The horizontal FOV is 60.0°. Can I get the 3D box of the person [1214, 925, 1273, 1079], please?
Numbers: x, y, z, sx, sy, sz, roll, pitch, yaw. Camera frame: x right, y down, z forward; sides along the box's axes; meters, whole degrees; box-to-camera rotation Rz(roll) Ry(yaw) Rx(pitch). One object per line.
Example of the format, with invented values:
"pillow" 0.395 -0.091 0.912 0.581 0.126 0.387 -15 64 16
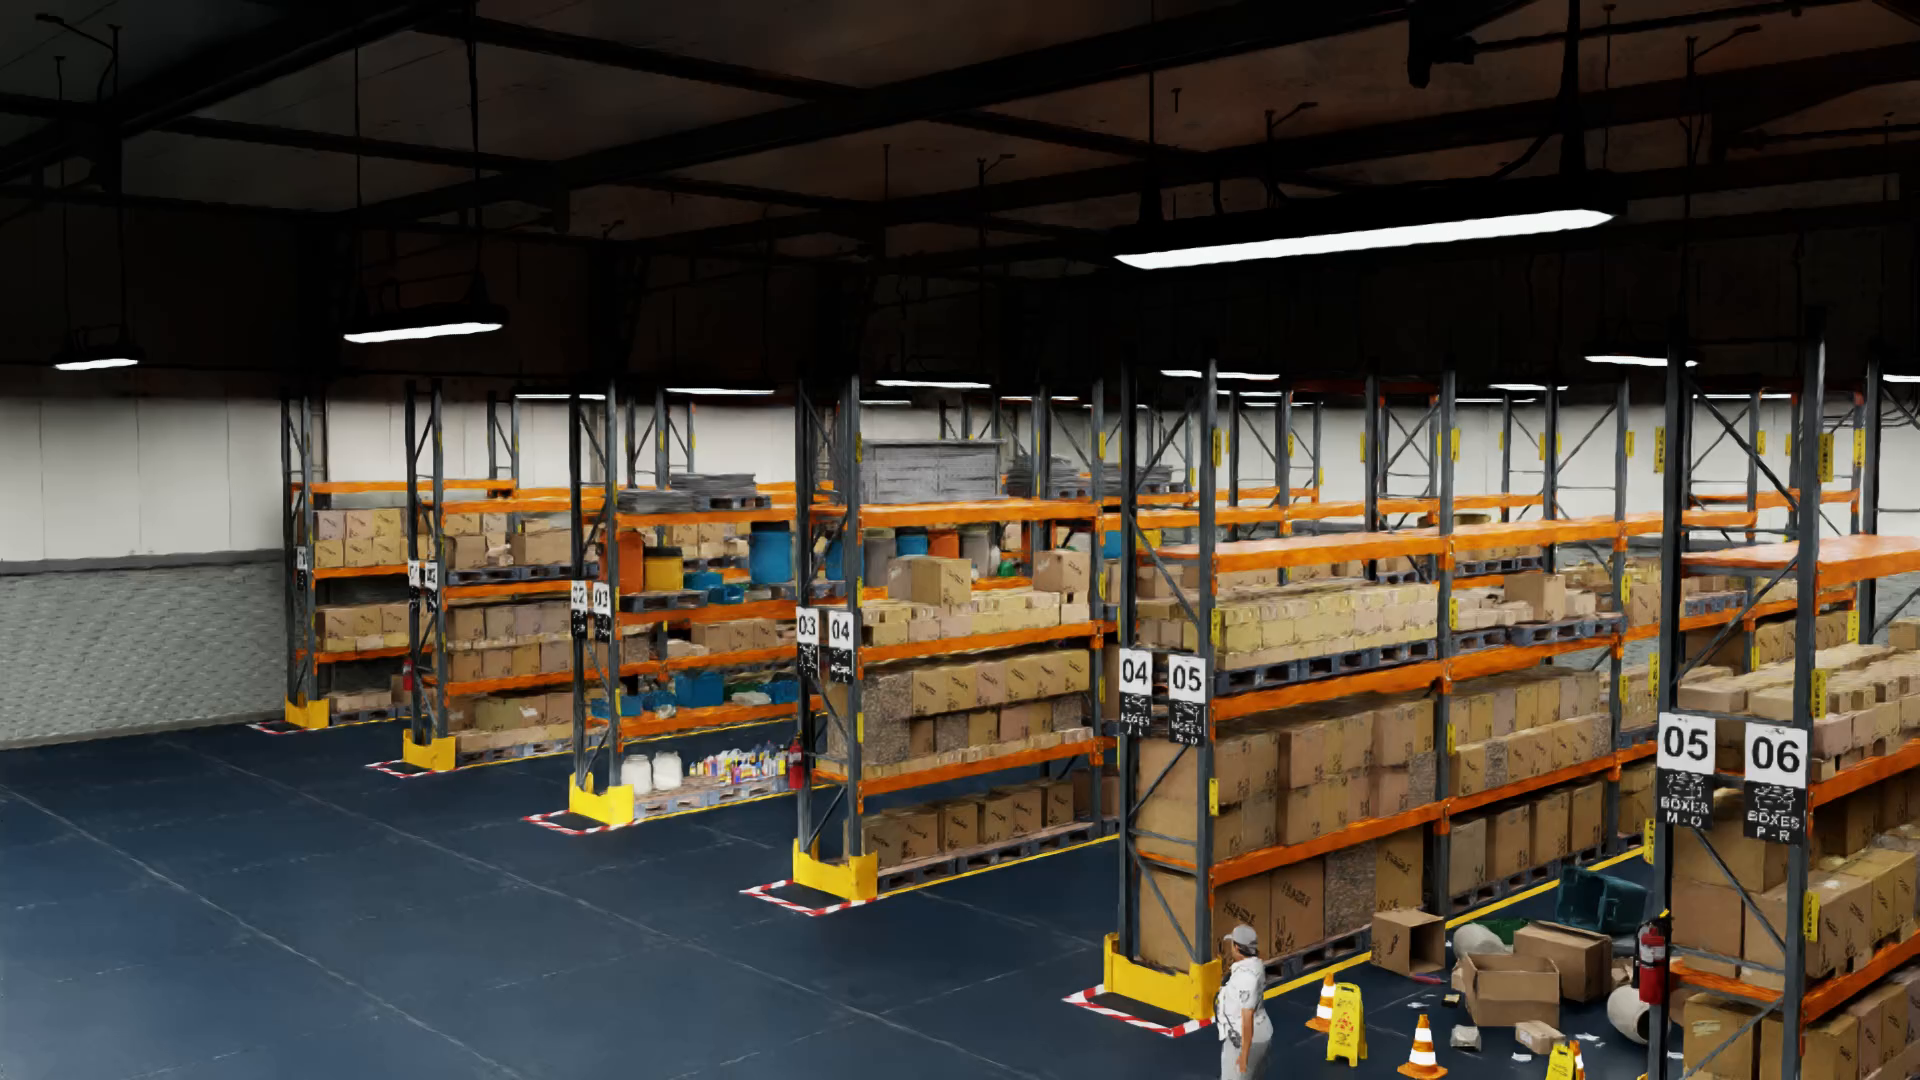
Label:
"person" 2.026 3.574 11.787 0.427 1.658 0.602 1 4 19
